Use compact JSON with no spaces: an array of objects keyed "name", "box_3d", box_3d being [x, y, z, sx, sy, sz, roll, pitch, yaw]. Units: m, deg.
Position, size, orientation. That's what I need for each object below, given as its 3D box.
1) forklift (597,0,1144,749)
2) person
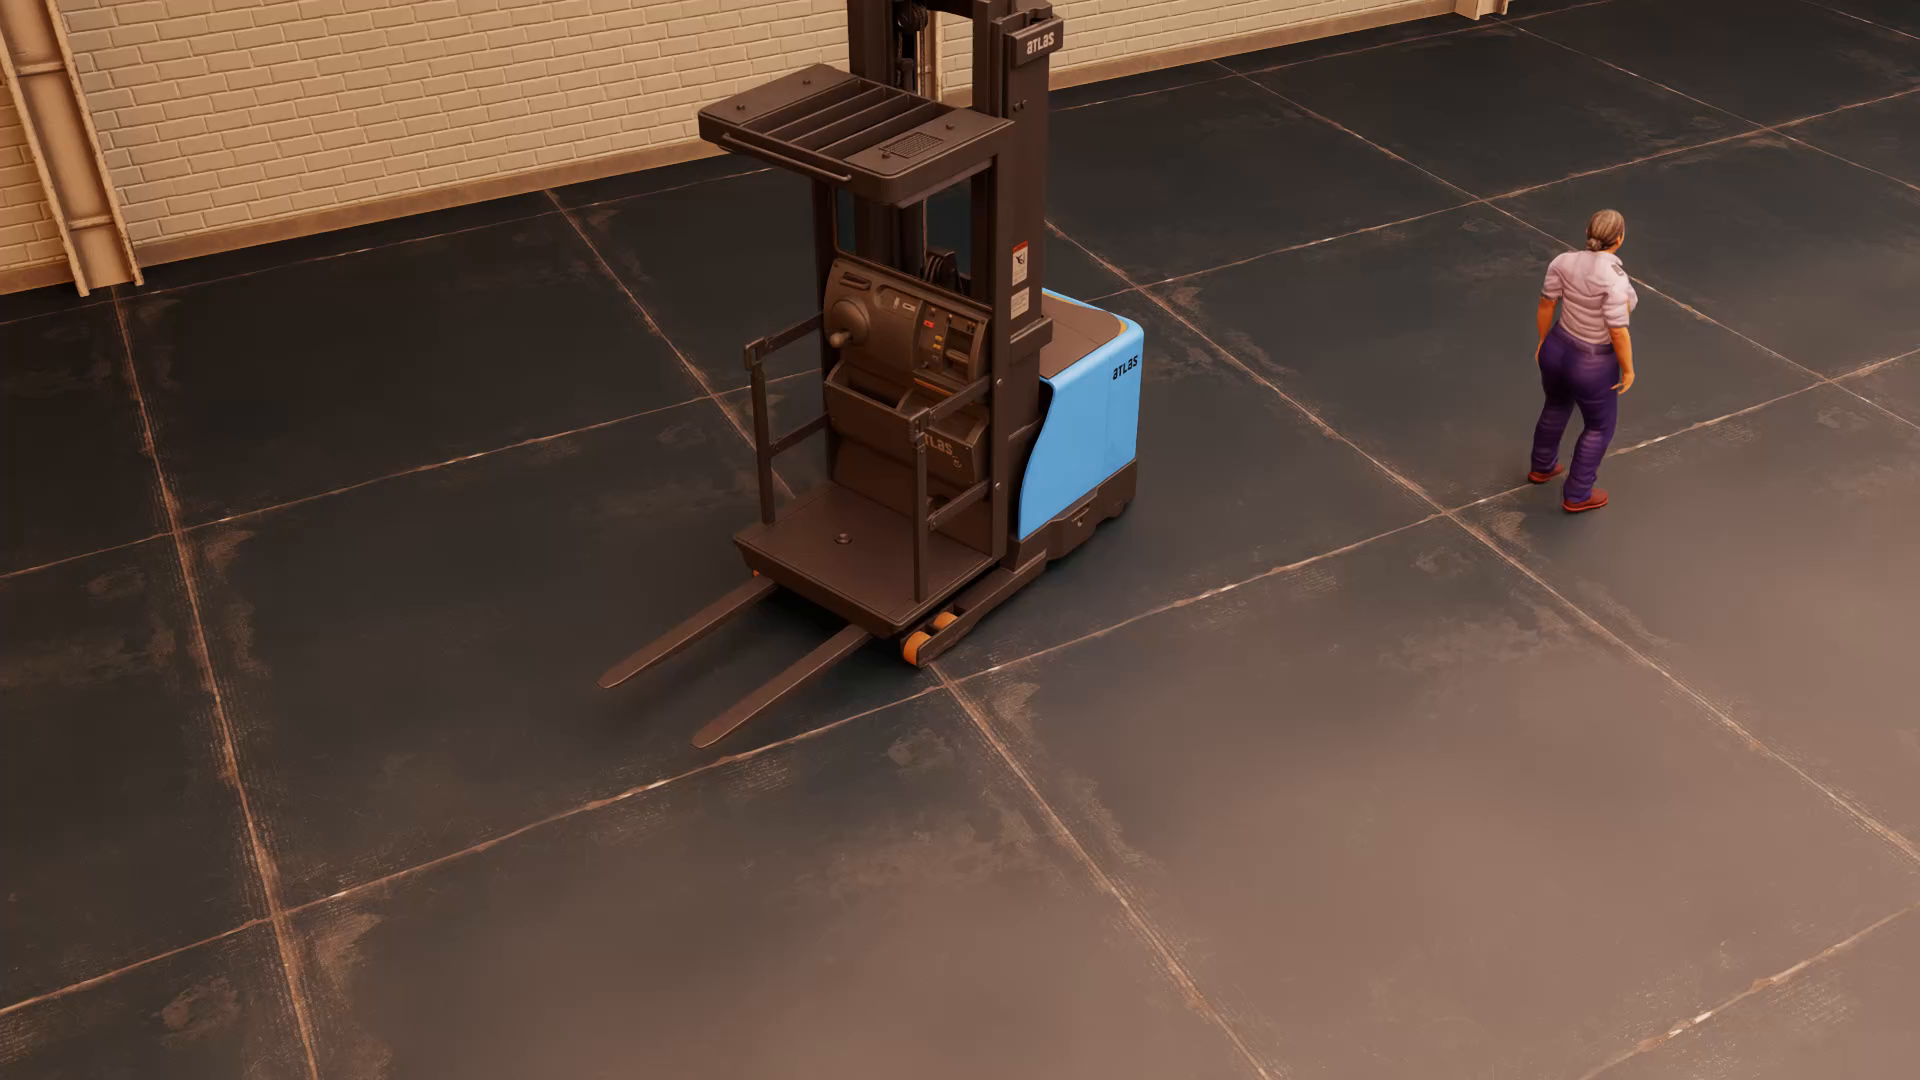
[{"name":"forklift","box_3d":[-0.390,-0.927,7.434,1.130,2.935,3.031,26,43,31]},{"name":"person","box_3d":[3.242,-0.933,8.577,0.449,1.673,0.557,-19,40,-25]}]
